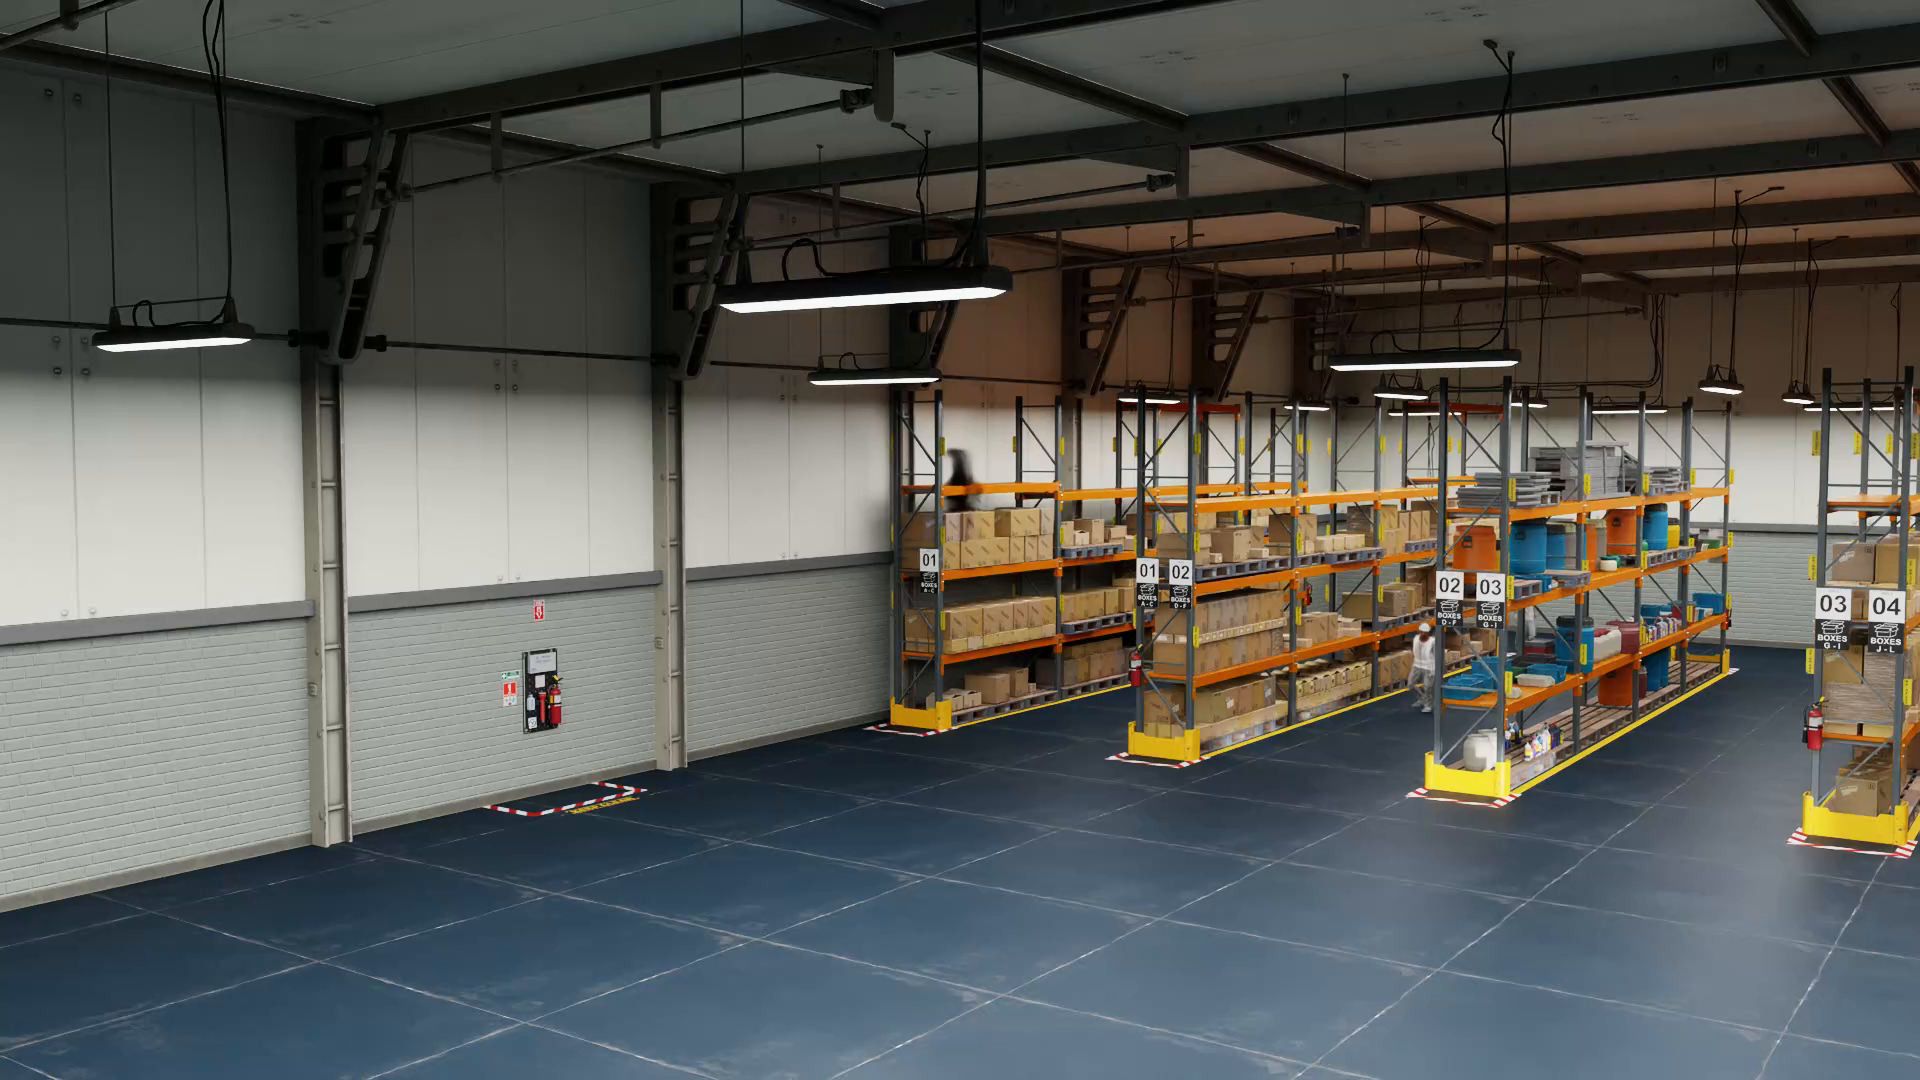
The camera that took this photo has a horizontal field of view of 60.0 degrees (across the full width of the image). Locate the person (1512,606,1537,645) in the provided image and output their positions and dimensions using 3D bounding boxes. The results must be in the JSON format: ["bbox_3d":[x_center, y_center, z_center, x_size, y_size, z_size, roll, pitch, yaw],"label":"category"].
[{"bbox_3d":[13.638,1.946,40.191,0.650,1.649,0.781,-1,3,-11],"label":"person"}]

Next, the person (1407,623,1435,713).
[{"bbox_3d":[8.653,2.388,31.006,0.703,1.724,0.640,3,4,42],"label":"person"}]
